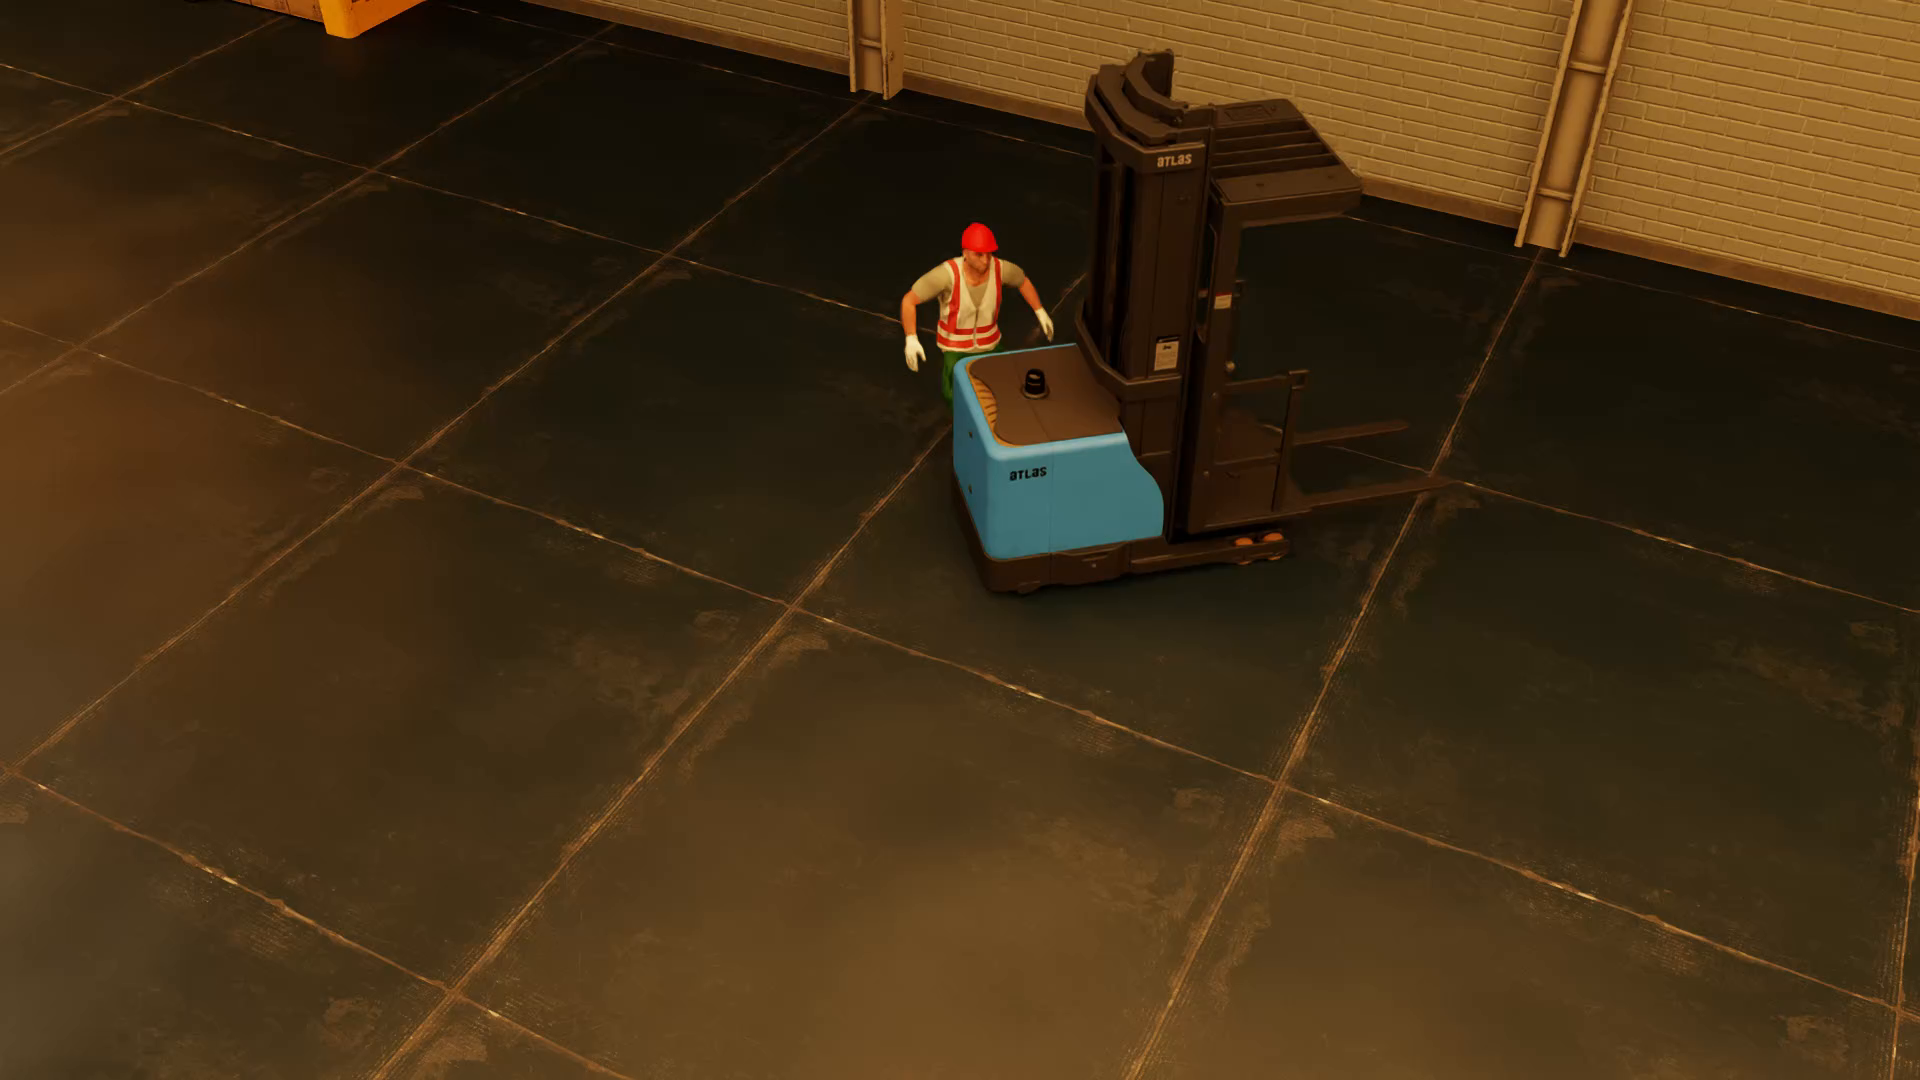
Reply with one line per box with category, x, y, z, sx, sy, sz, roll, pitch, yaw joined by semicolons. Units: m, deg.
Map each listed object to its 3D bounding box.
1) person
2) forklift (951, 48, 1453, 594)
person;0.139;-1.134;10.311;0.997;1.715;0.682;-12;42;-14
forklift;1.517;-1.296;9.525;3.031;2.935;1.130;-8;41;-10
